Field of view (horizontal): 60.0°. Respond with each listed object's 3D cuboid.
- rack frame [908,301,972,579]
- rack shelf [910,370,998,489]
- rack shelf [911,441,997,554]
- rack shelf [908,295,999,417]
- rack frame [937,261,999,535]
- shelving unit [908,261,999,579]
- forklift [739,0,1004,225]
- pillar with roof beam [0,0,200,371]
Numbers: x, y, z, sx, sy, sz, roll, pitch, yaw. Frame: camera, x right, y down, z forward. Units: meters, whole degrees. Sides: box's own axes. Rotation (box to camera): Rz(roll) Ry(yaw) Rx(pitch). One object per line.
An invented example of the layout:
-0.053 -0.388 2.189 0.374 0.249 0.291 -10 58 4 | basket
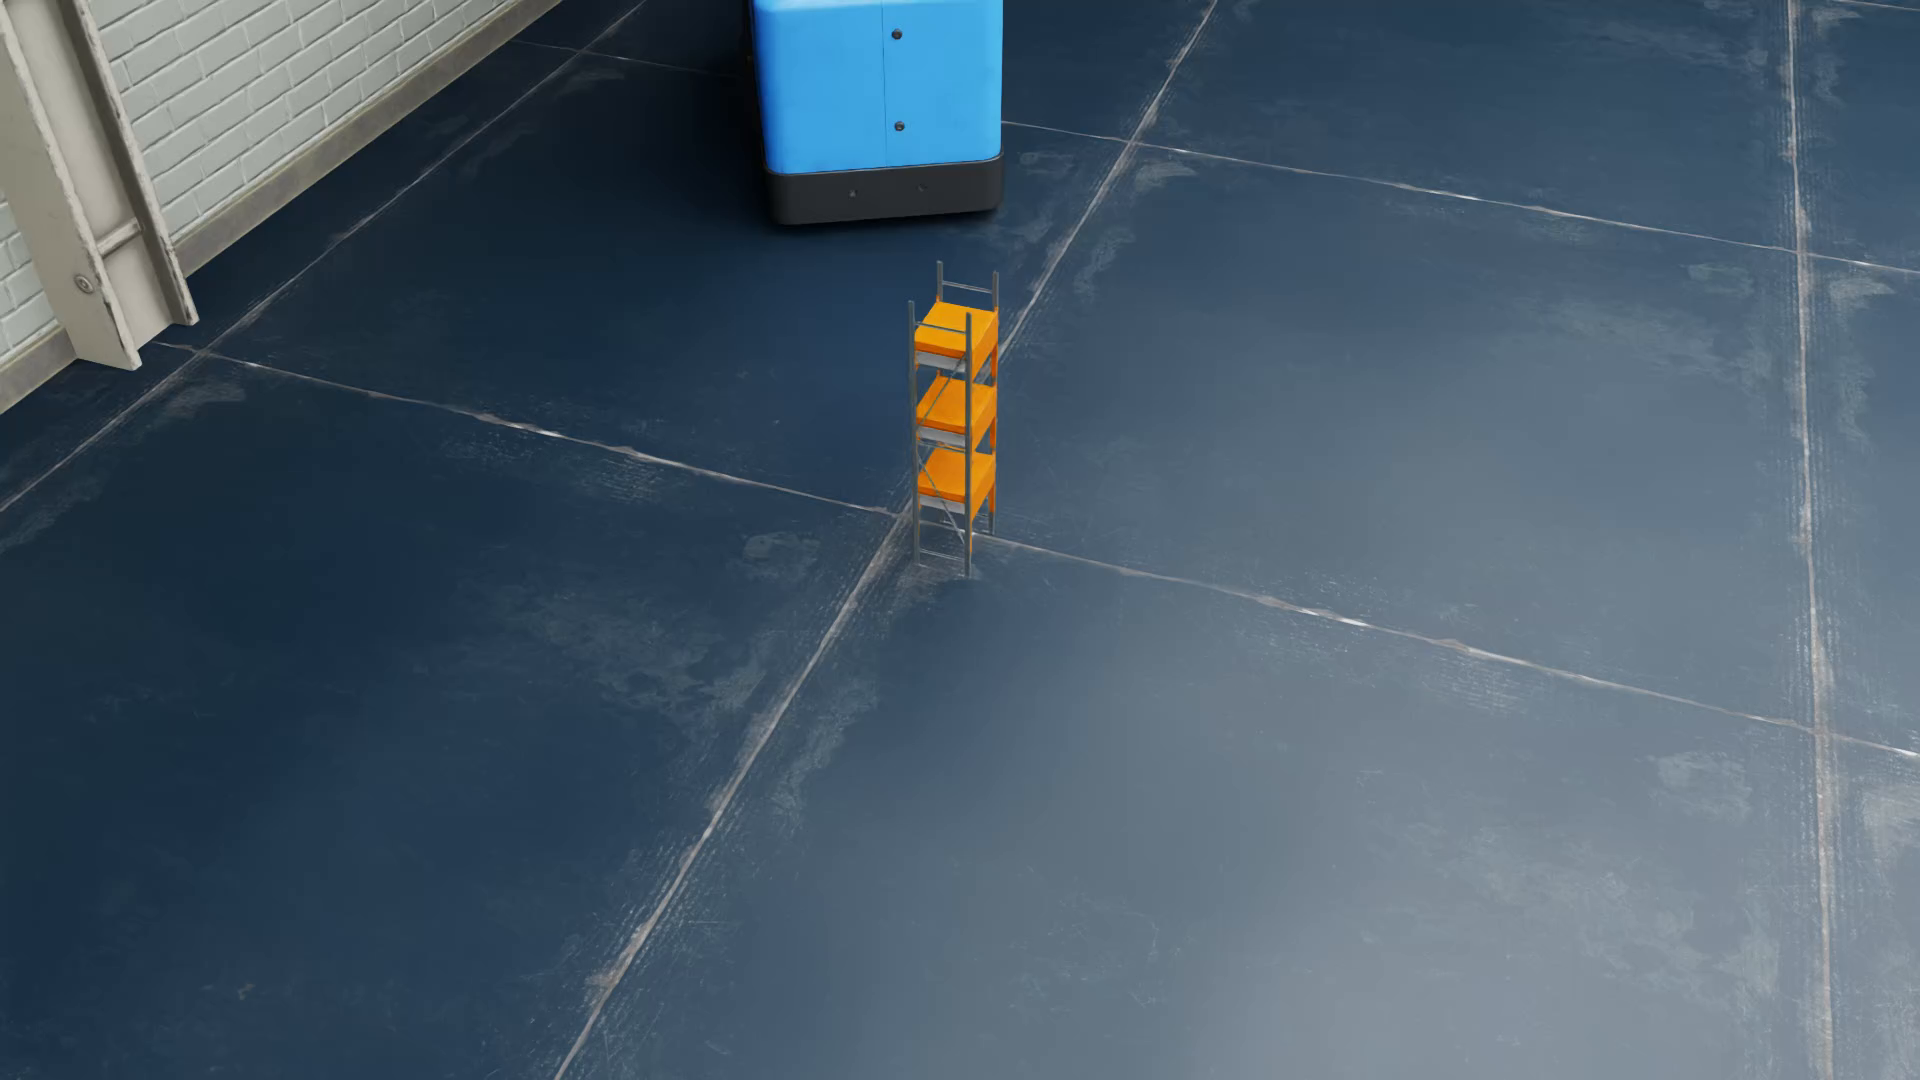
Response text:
-0.060 -0.292 5.284 0.200 1.050 0.008 13 42 15 | rack frame
-0.018 -0.359 5.378 0.215 0.259 0.240 13 42 15 | rack shelf
-0.018 -0.147 5.558 0.215 0.259 0.240 13 42 15 | rack shelf
-0.018 -0.575 5.194 0.215 0.259 0.240 13 42 15 | rack shelf
0.023 -0.441 5.458 0.200 1.050 0.008 13 42 15 | rack frame
-0.018 -0.367 5.371 0.215 1.050 0.252 13 42 15 | shelving unit
-0.535 -3.446 7.530 1.130 2.935 3.031 -6 41 -6 | forklift
0.723 -3.286 2.668 9.100 9.000 0.400 13 42 15 | pillar with roof beam
